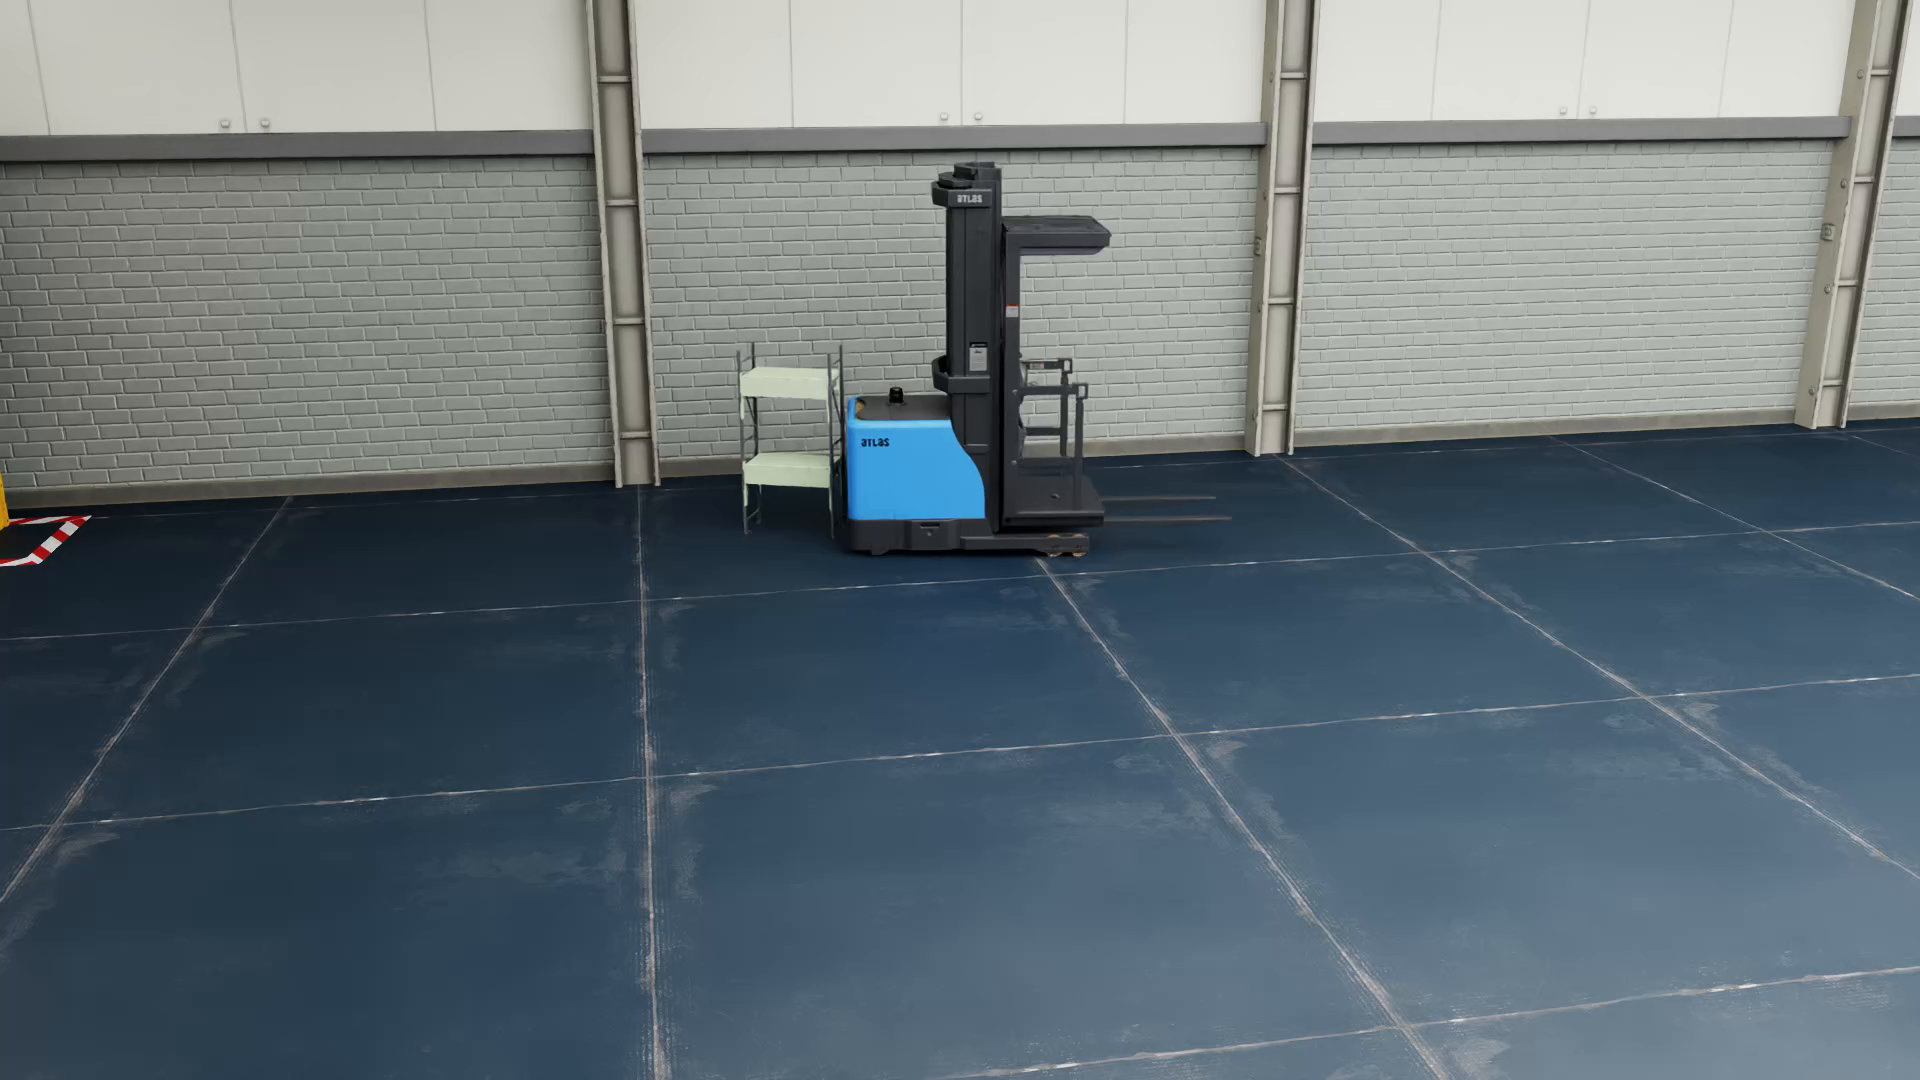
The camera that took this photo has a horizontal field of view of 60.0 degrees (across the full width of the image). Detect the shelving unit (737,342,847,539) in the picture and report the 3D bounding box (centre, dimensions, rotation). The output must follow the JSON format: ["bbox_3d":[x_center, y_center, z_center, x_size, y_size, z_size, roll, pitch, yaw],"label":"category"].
[{"bbox_3d":[-1.342,-0.801,13.364,0.755,1.500,0.431,3,17,10],"label":"shelving unit"}]

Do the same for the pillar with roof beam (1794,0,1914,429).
[{"bbox_3d":[9.693,-4.252,11.828,0.400,9.000,9.100,-3,17,-10],"label":"pillar with roof beam"}]

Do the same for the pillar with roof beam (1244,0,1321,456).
[{"bbox_3d":[3.802,-3.917,10.740,0.400,9.000,9.100,-3,17,-10],"label":"pillar with roof beam"}]

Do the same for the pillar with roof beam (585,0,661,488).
[{"bbox_3d":[-2.090,-3.583,9.651,0.400,9.000,9.100,-3,17,-10],"label":"pillar with roof beam"}]

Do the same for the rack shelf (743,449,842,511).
[{"bbox_3d":[-1.342,-0.489,13.460,0.720,0.370,0.431,3,17,10],"label":"rack shelf"}]

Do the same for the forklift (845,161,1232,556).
[{"bbox_3d":[0.615,-1.429,12.973,3.031,2.935,1.130,-1,17,-3],"label":"forklift"}]

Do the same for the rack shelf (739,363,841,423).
[{"bbox_3d":[-1.342,-1.174,13.250,0.720,0.370,0.431,3,17,10],"label":"rack shelf"}]

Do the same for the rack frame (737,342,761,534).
[{"bbox_3d":[-1.701,-0.821,13.430,0.023,1.500,0.400,3,17,10],"label":"rack frame"}]

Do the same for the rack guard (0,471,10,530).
[{"bbox_3d":[-7.919,-0.208,13.136,0.348,0.500,1.175,-3,17,-10],"label":"rack guard"}]

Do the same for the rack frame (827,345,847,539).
[{"bbox_3d":[-0.982,-0.781,13.299,0.023,1.500,0.400,3,17,10],"label":"rack frame"}]
